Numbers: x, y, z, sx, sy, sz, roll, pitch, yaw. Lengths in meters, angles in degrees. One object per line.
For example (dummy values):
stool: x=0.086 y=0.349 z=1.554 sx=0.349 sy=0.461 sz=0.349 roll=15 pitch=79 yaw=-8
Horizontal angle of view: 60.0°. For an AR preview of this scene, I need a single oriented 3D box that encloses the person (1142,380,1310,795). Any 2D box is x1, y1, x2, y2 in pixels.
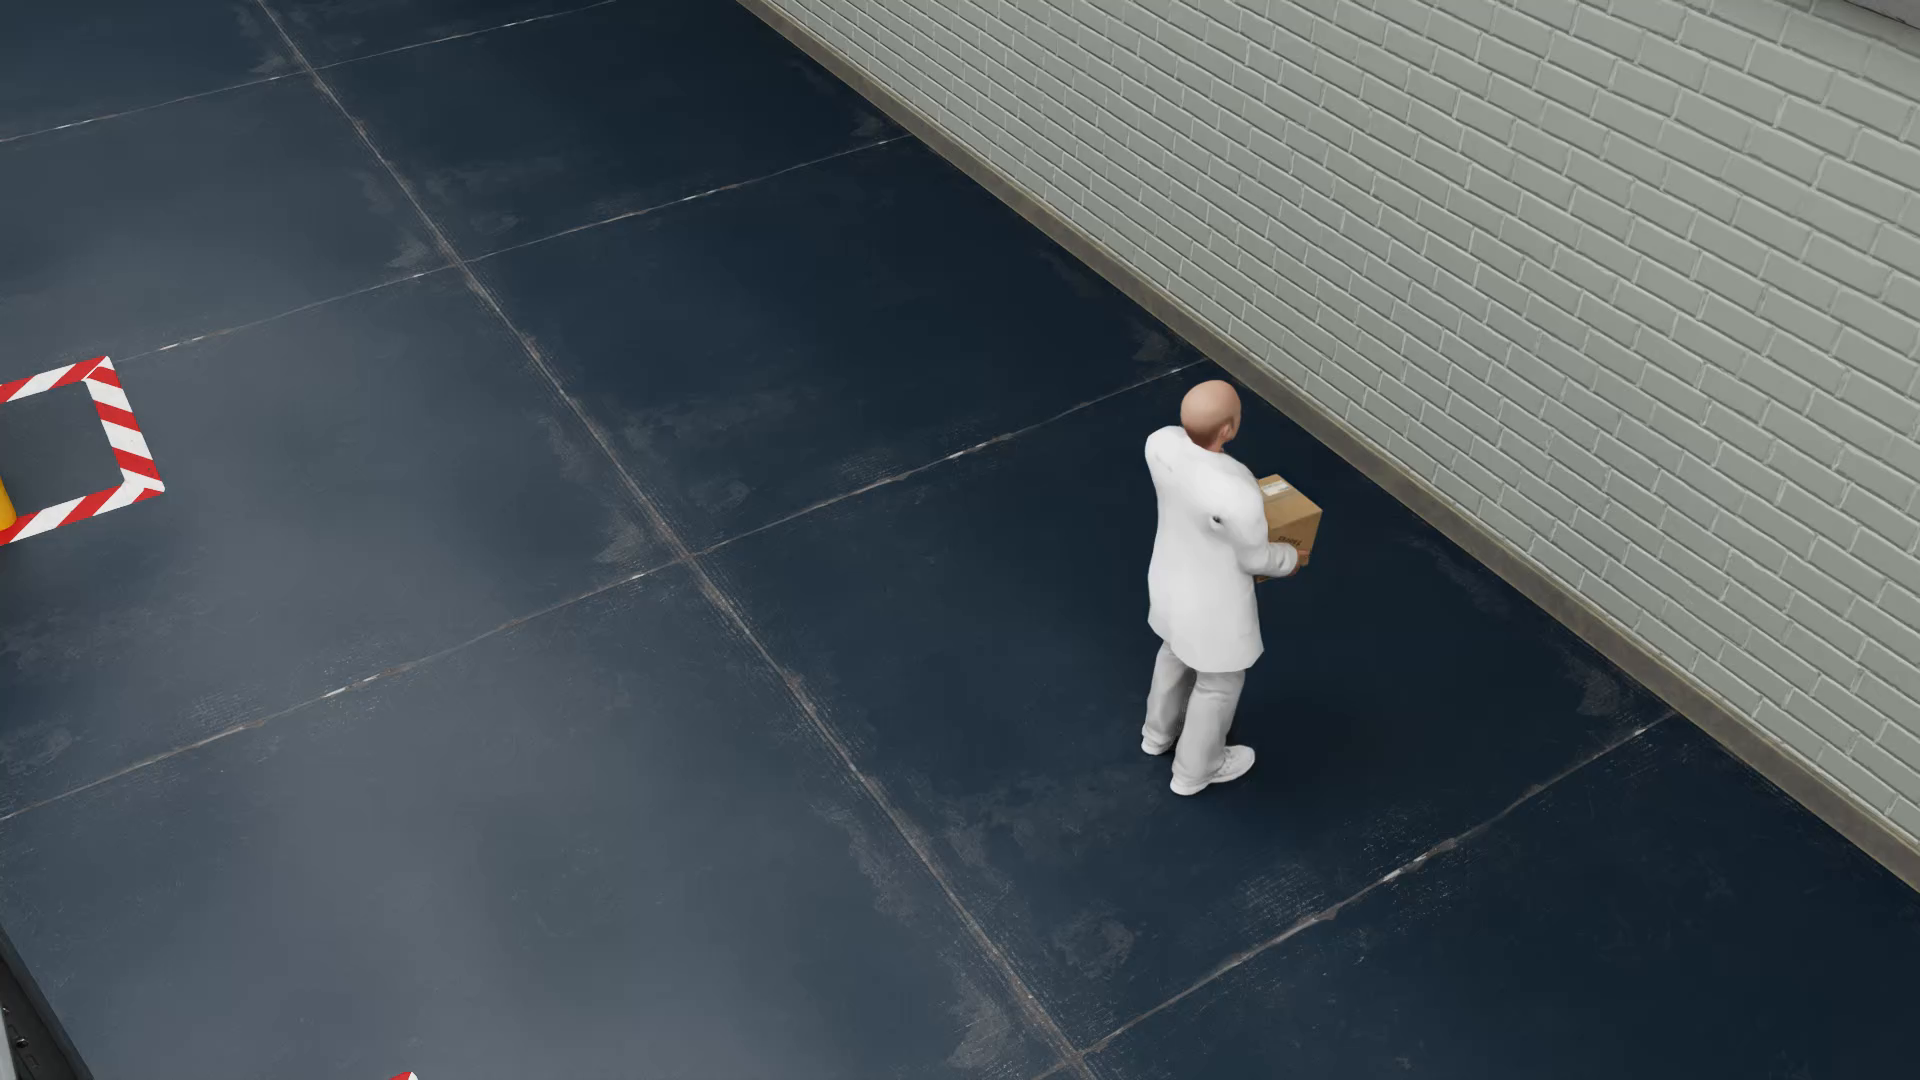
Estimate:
person: x=0.953 y=0.135 z=6.005 sx=0.541 sy=1.779 sz=0.542 roll=-23 pitch=45 yaw=-24
